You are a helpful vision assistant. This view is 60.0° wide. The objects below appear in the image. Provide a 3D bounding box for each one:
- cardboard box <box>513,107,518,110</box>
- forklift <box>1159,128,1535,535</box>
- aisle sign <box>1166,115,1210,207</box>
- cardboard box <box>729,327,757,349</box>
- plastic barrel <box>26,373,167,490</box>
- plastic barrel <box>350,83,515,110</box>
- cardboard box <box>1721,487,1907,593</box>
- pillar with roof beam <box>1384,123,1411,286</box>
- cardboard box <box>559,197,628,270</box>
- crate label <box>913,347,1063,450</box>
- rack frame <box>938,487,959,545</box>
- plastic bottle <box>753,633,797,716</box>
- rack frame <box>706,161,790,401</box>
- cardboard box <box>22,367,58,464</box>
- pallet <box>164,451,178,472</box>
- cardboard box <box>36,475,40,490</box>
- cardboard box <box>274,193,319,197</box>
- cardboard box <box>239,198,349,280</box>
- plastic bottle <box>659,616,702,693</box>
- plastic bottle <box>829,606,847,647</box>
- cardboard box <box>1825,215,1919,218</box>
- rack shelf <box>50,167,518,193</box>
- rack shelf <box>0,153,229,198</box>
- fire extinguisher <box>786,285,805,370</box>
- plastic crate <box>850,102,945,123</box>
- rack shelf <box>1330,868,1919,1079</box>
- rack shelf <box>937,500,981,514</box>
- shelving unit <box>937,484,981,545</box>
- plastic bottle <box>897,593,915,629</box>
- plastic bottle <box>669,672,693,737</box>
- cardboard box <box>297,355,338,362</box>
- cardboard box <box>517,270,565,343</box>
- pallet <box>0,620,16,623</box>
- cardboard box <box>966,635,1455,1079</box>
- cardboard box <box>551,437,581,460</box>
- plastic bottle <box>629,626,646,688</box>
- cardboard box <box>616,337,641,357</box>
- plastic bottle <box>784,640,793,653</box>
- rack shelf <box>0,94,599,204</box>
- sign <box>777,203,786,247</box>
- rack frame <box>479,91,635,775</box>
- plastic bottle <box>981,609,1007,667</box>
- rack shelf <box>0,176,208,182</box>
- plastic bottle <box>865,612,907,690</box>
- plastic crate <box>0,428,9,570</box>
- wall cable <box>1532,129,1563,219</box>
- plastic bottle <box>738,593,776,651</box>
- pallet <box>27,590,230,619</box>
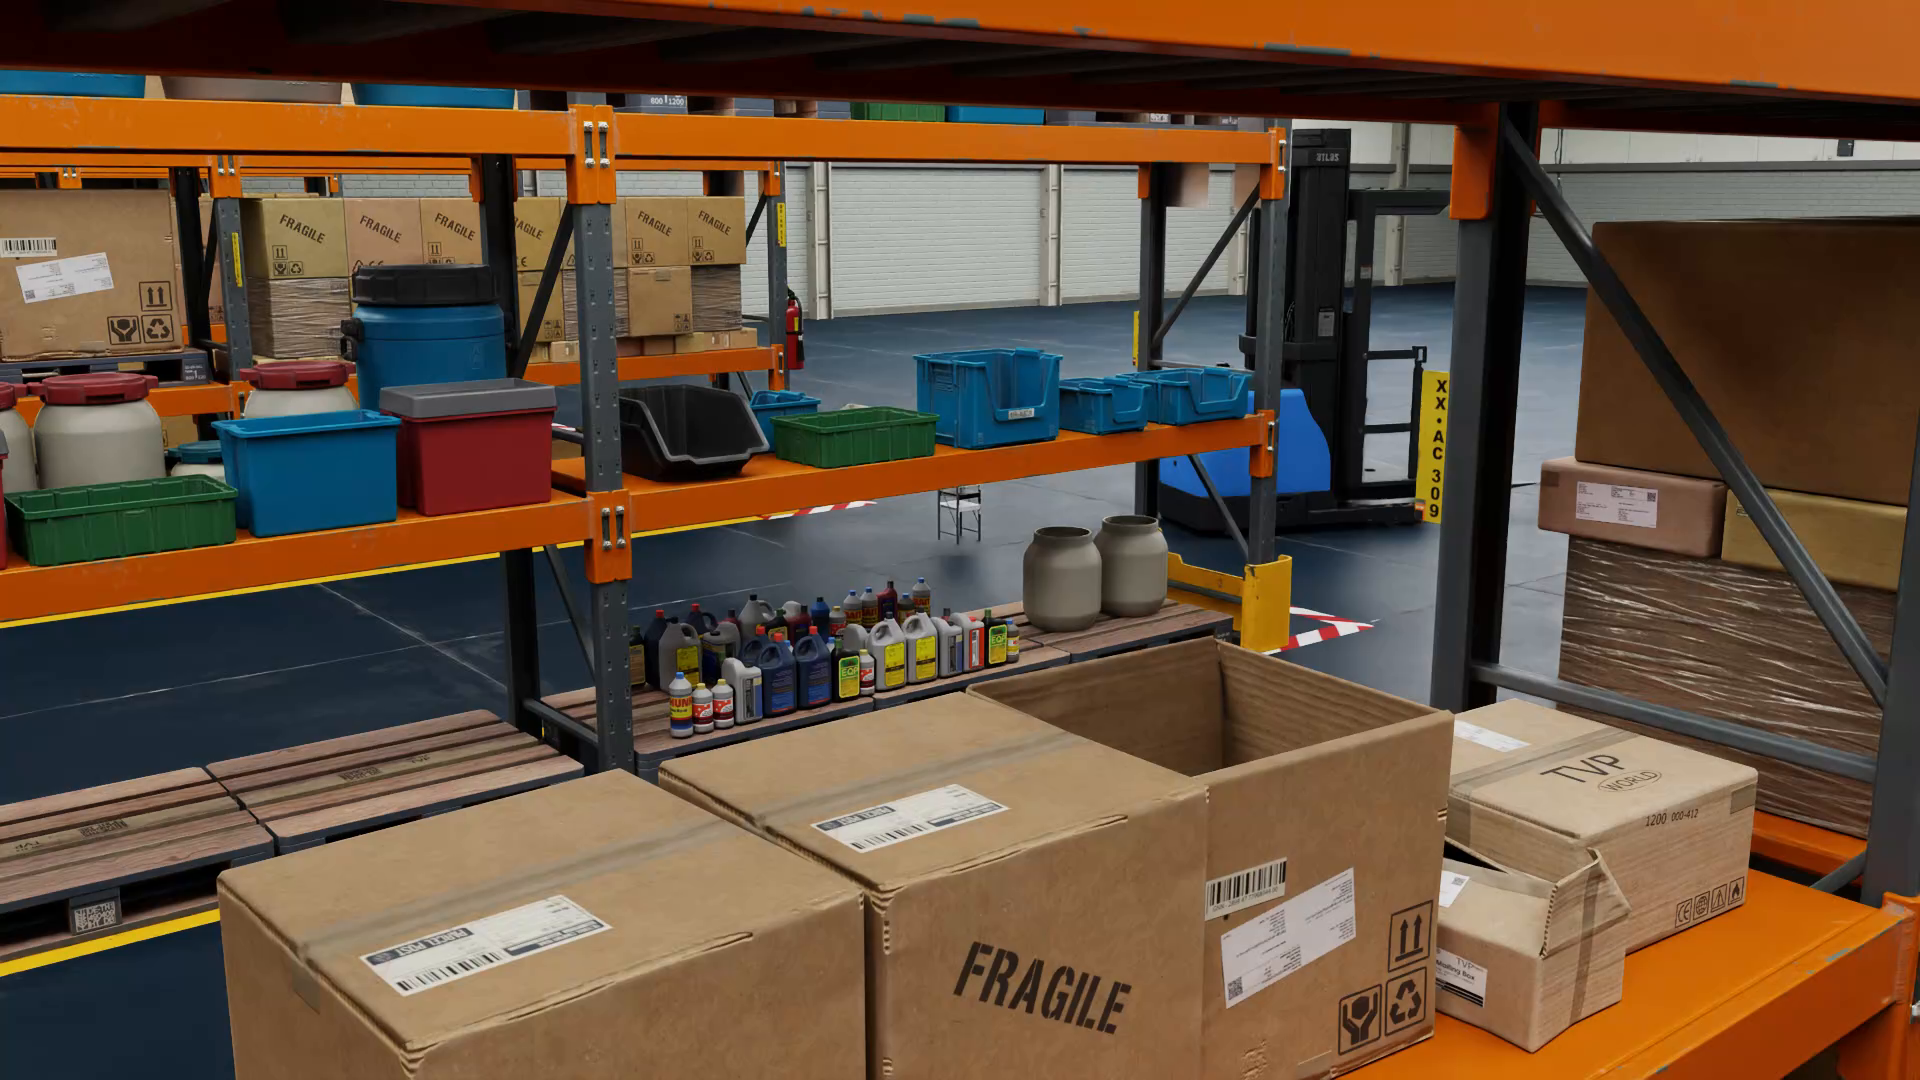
[{"bbox_3d":[-3.090,-2.865,11.541,0.500,0.250,0.500,-10,15,-39],"label":"cardboard box"},{"bbox_3d":[3.018,-1.631,12.752,3.031,2.935,1.130,-4,13,-18],"label":"forklift"},{"bbox_3d":[1.279,-2.297,9.465,0.004,0.787,0.394,-9,15,-38],"label":"aisle sign"},{"bbox_3d":[-1.782,-1.578,12.945,0.250,0.149,0.380,-9,15,-38],"label":"cardboard box"},{"bbox_3d":[-3.175,-0.332,6.144,0.433,0.535,0.433,0,12,0],"label":"plastic barrel"},{"bbox_3d":[-1.980,-2.061,6.183,0.708,0.901,0.600,-9,15,-38],"label":"plastic barrel"},{"bbox_3d":[1.704,-0.015,3.176,0.250,0.149,0.380,-9,15,-38],"label":"cardboard box"},{"bbox_3d":[14.025,-10.369,39.293,0.548,9.000,9.100,-9,15,-38],"label":"pillar with roof beam"},{"bbox_3d":[-2.743,-2.213,11.967,0.500,0.500,0.500,-9,15,-38],"label":"cardboard box"},{"bbox_3d":[0.137,-0.703,8.132,0.616,0.435,0.502,-9,15,-38],"label":"crate label"},{"bbox_3d":[-0.086,-0.426,11.968,0.006,0.900,0.240,-9,15,-38],"label":"rack frame"},{"bbox_3d":[-0.829,0.594,7.429,0.185,0.351,0.144,-9,15,-36],"label":"plastic bottle"},{"bbox_3d":[-1.689,-1.772,13.251,0.127,3.000,1.000,-9,15,-38],"label":"rack frame"},{"bbox_3d":[-8.260,-1.080,14.399,0.750,0.750,1.050,-10,15,-38],"label":"cardboard box"},{"bbox_3d":[-7.189,-0.792,15.351,1.213,0.211,1.003,-9,15,-38],"label":"pallet"},{"bbox_3d":[-5.689,-0.110,10.384,0.500,0.500,0.700,-10,15,-38],"label":"cardboard box"},{"bbox_3d":[-8.142,-3.961,20.196,0.500,0.500,0.700,-10,16,-39],"label":"cardboard box"},{"bbox_3d":[-4.302,-1.953,10.742,0.500,0.500,0.500,-9,15,-38],"label":"cardboard box"},{"bbox_3d":[-1.305,0.524,7.756,0.185,0.351,0.144,-9,15,-38],"label":"plastic bottle"},{"bbox_3d":[-0.628,0.440,8.511,0.097,0.201,0.097,0,12,0],"label":"plastic bottle"},{"bbox_3d":[2.501,-0.518,3.983,0.500,0.500,0.700,-9,15,-38],"label":"cardboard box"},{"bbox_3d":[-6.270,-3.445,15.642,4.000,0.370,1.077,-9,15,-38],"label":"rack shelf"},{"bbox_3d":[-6.374,-2.108,9.347,4.000,0.370,1.077,-9,15,-38],"label":"rack shelf"},{"bbox_3d":[-1.312,-1.674,12.977,0.183,0.674,0.296,-9,15,-38],"label":"fire extinguisher"},{"bbox_3d":[-0.316,-1.974,7.490,0.450,0.188,0.336,-9,15,-38],"label":"plastic crate"},{"bbox_3d":[-0.188,0.966,2.090,4.000,0.370,1.077,-9,15,-38],"label":"rack shelf"},{"bbox_3d":[-0.006,-0.230,12.075,0.200,0.077,0.258,-9,15,-38],"label":"rack shelf"},{"bbox_3d":[-0.006,-0.439,12.030,0.210,0.900,0.258,-9,15,-38],"label":"shelving unit"},{"bbox_3d":[-0.286,0.383,8.779,0.097,0.201,0.097,0,12,0],"label":"plastic bottle"},{"bbox_3d":[-1.195,0.700,7.121,0.097,0.271,0.097,0,12,0],"label":"plastic bottle"},{"bbox_3d":[-4.253,-1.139,10.877,0.250,0.149,0.380,-9,15,-38],"label":"cardboard box"},{"bbox_3d":[-3.266,-1.694,11.928,0.500,0.500,0.875,-9,15,-38],"label":"cardboard box"},{"bbox_3d":[-6.373,0.372,9.869,1.213,0.211,1.003,-9,15,-38],"label":"pallet"},{"bbox_3d":[0.352,0.471,2.448,0.500,0.500,0.500,-8,14,-34],"label":"cardboard box"},{"bbox_3d":[-3.133,-0.515,12.338,0.500,0.500,0.500,-8,14,-32],"label":"cardboard box"},{"bbox_3d":[-1.548,0.548,7.805,0.133,0.283,0.061,-9,15,-35],"label":"plastic bottle"},{"bbox_3d":[-2.567,-1.450,12.338,0.250,0.149,0.380,-9,15,-38],"label":"cardboard box"},{"bbox_3d":[-0.791,0.594,7.618,0.097,0.271,0.097,0,12,0],"label":"plastic bottle"},{"bbox_3d":[-3.280,-1.305,5.564,4.000,0.370,1.077,-9,15,-38],"label":"rack shelf"},{"bbox_3d":[-1.358,-2.400,12.661,0.005,0.325,0.100,-9,15,-38],"label":"sign"},{"bbox_3d":[-1.718,-0.449,7.023,0.127,3.000,1.000,-9,15,-38],"label":"rack frame"},{"bbox_3d":[0.165,0.473,8.161,0.133,0.283,0.061,-9,15,-36],"label":"plastic bottle"},{"bbox_3d":[-12.545,-5.039,23.150,4.000,0.370,1.077,-9,15,-38],"label":"rack shelf"},{"bbox_3d":[-0.349,0.514,7.804,0.185,0.351,0.144,-10,15,-38],"label":"plastic bottle"},{"bbox_3d":[-3.389,-0.122,5.326,0.583,0.464,0.402,-9,15,-38],"label":"plastic crate"},{"bbox_3d":[14.462,-9.716,43.694,0.112,2.526,3.097,-9,15,-38],"label":"wall cable"},{"bbox_3d":[-0.993,0.434,8.181,0.185,0.351,0.144,-10,15,-38],"label":"plastic bottle"},{"bbox_3d":[-5.419,0.213,10.619,1.213,0.211,1.003,-9,15,-38],"label":"pallet"}]
